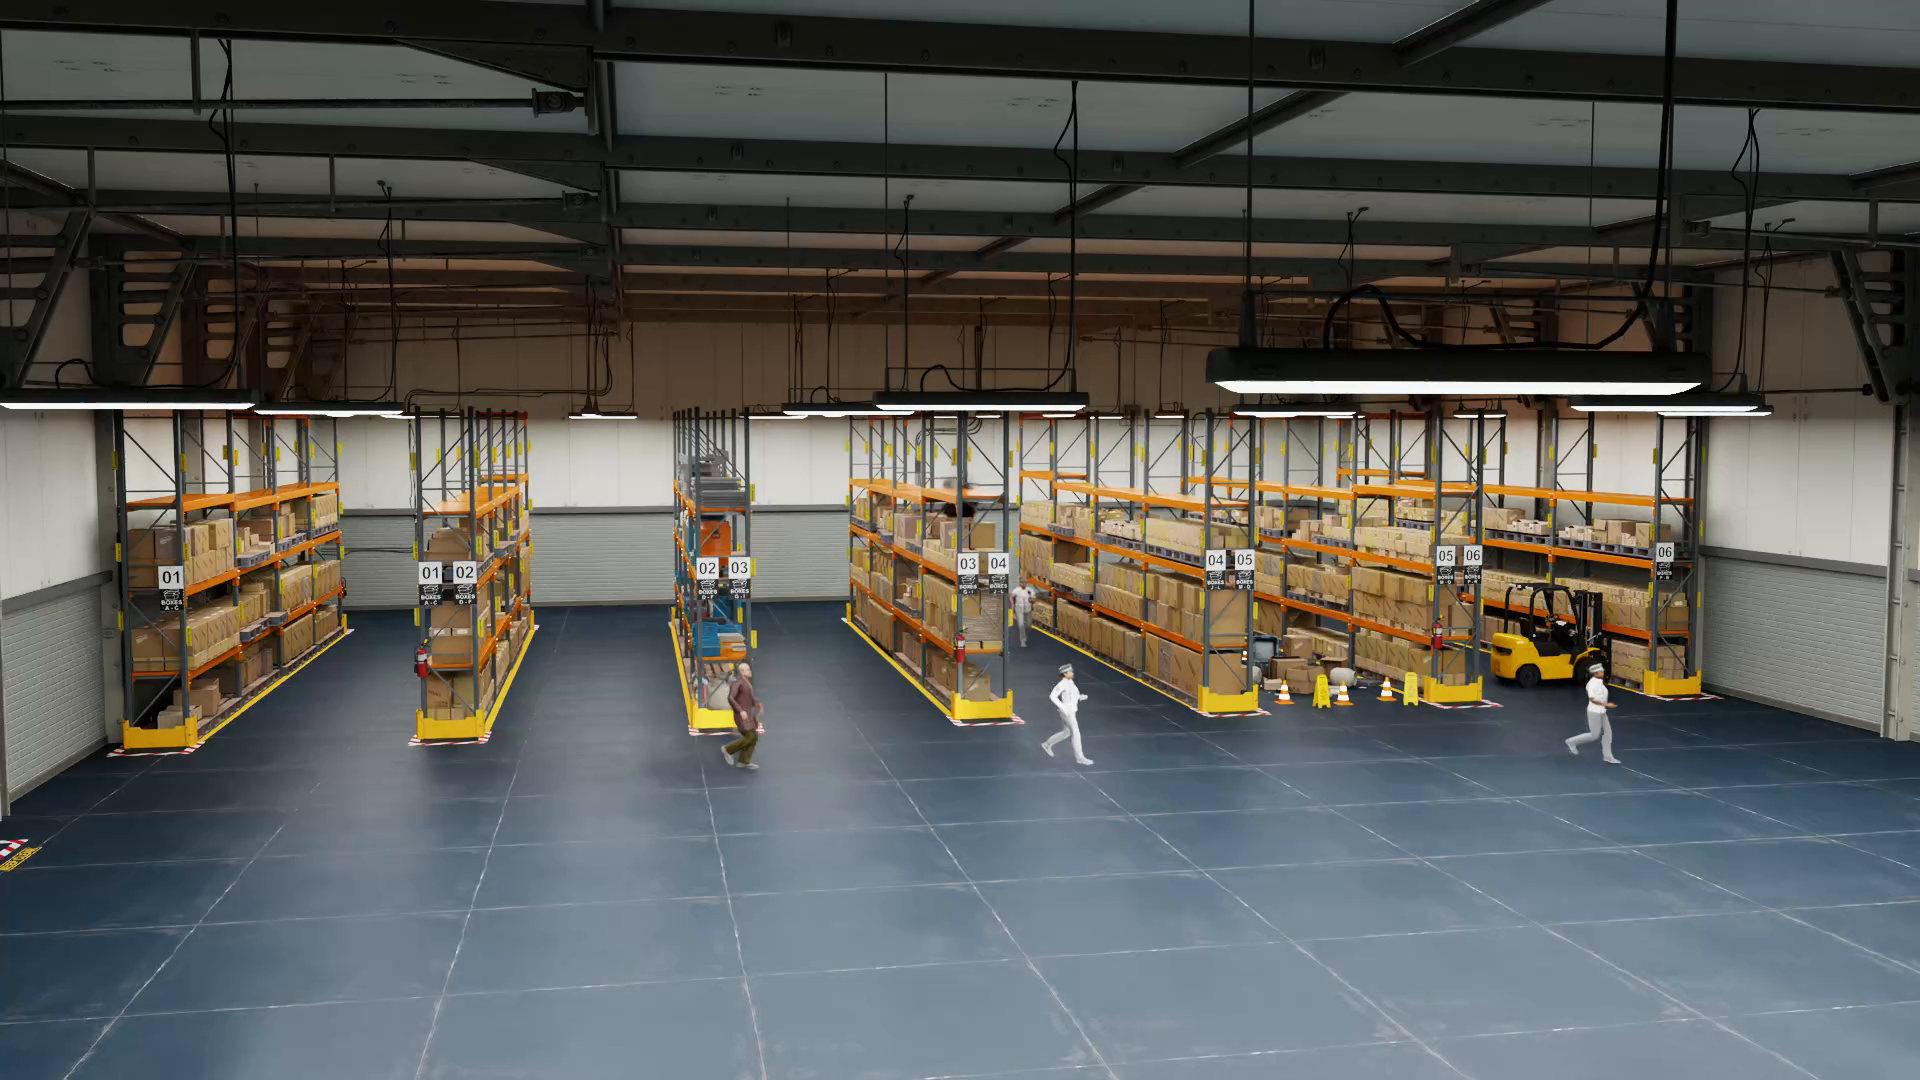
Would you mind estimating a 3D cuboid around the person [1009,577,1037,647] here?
[{"bbox_3d":[1.624,1.804,42.430,0.668,1.757,0.983,-1,4,-8],"label":"person"}]

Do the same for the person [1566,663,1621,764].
[{"bbox_3d":[10.661,2.895,27.931,0.882,1.685,0.586,2,5,30],"label":"person"}]

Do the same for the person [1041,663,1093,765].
[{"bbox_3d":[1.803,2.886,27.793,0.894,1.672,0.618,1,4,18],"label":"person"}]

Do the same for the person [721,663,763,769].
[{"bbox_3d":[-3.607,2.908,27.476,0.635,1.739,0.731,1,4,13],"label":"person"}]
